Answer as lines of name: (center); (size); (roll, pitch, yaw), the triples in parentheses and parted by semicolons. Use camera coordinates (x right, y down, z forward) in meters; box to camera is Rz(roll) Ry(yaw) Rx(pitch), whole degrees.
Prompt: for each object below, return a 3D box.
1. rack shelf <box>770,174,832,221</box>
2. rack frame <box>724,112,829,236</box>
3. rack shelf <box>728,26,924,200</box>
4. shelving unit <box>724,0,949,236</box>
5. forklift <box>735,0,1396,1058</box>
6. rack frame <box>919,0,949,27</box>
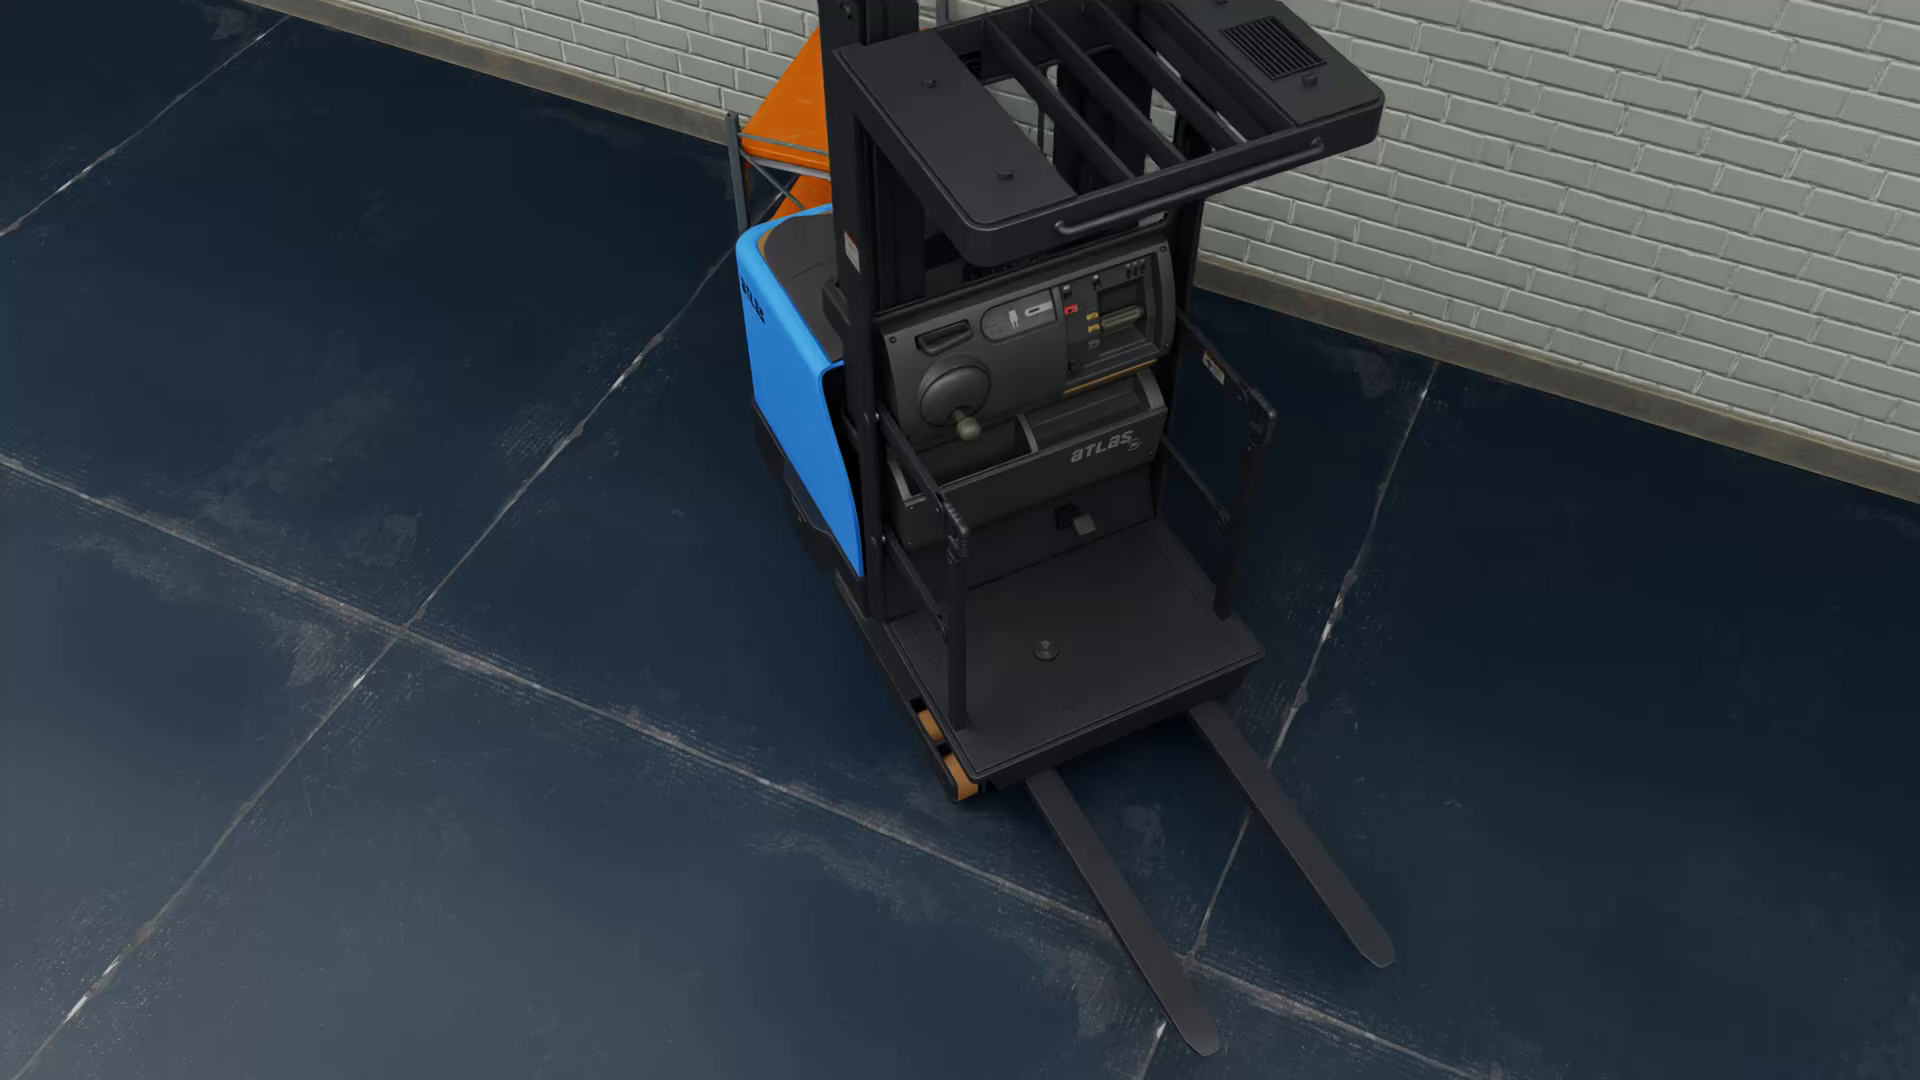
rack shelf: (-0.455, -1.343, 6.975); (0.538, 0.278, 1.000); (15, 51, 12)
rack frame: (-0.623, -1.136, 6.478); (0.500, 1.125, 0.032); (15, 51, 12)
rack shelf: (-0.455, -1.691, 6.566); (0.538, 0.278, 1.000); (15, 51, 12)
shelving unit: (-0.455, -1.501, 6.789); (0.538, 1.125, 1.048); (15, 51, 12)
forklift: (0.314, -0.483, 4.736); (1.130, 2.935, 3.031); (-21, 53, -17)
rack frame: (-0.287, -1.866, 7.099); (0.500, 1.125, 0.032); (15, 51, 12)
